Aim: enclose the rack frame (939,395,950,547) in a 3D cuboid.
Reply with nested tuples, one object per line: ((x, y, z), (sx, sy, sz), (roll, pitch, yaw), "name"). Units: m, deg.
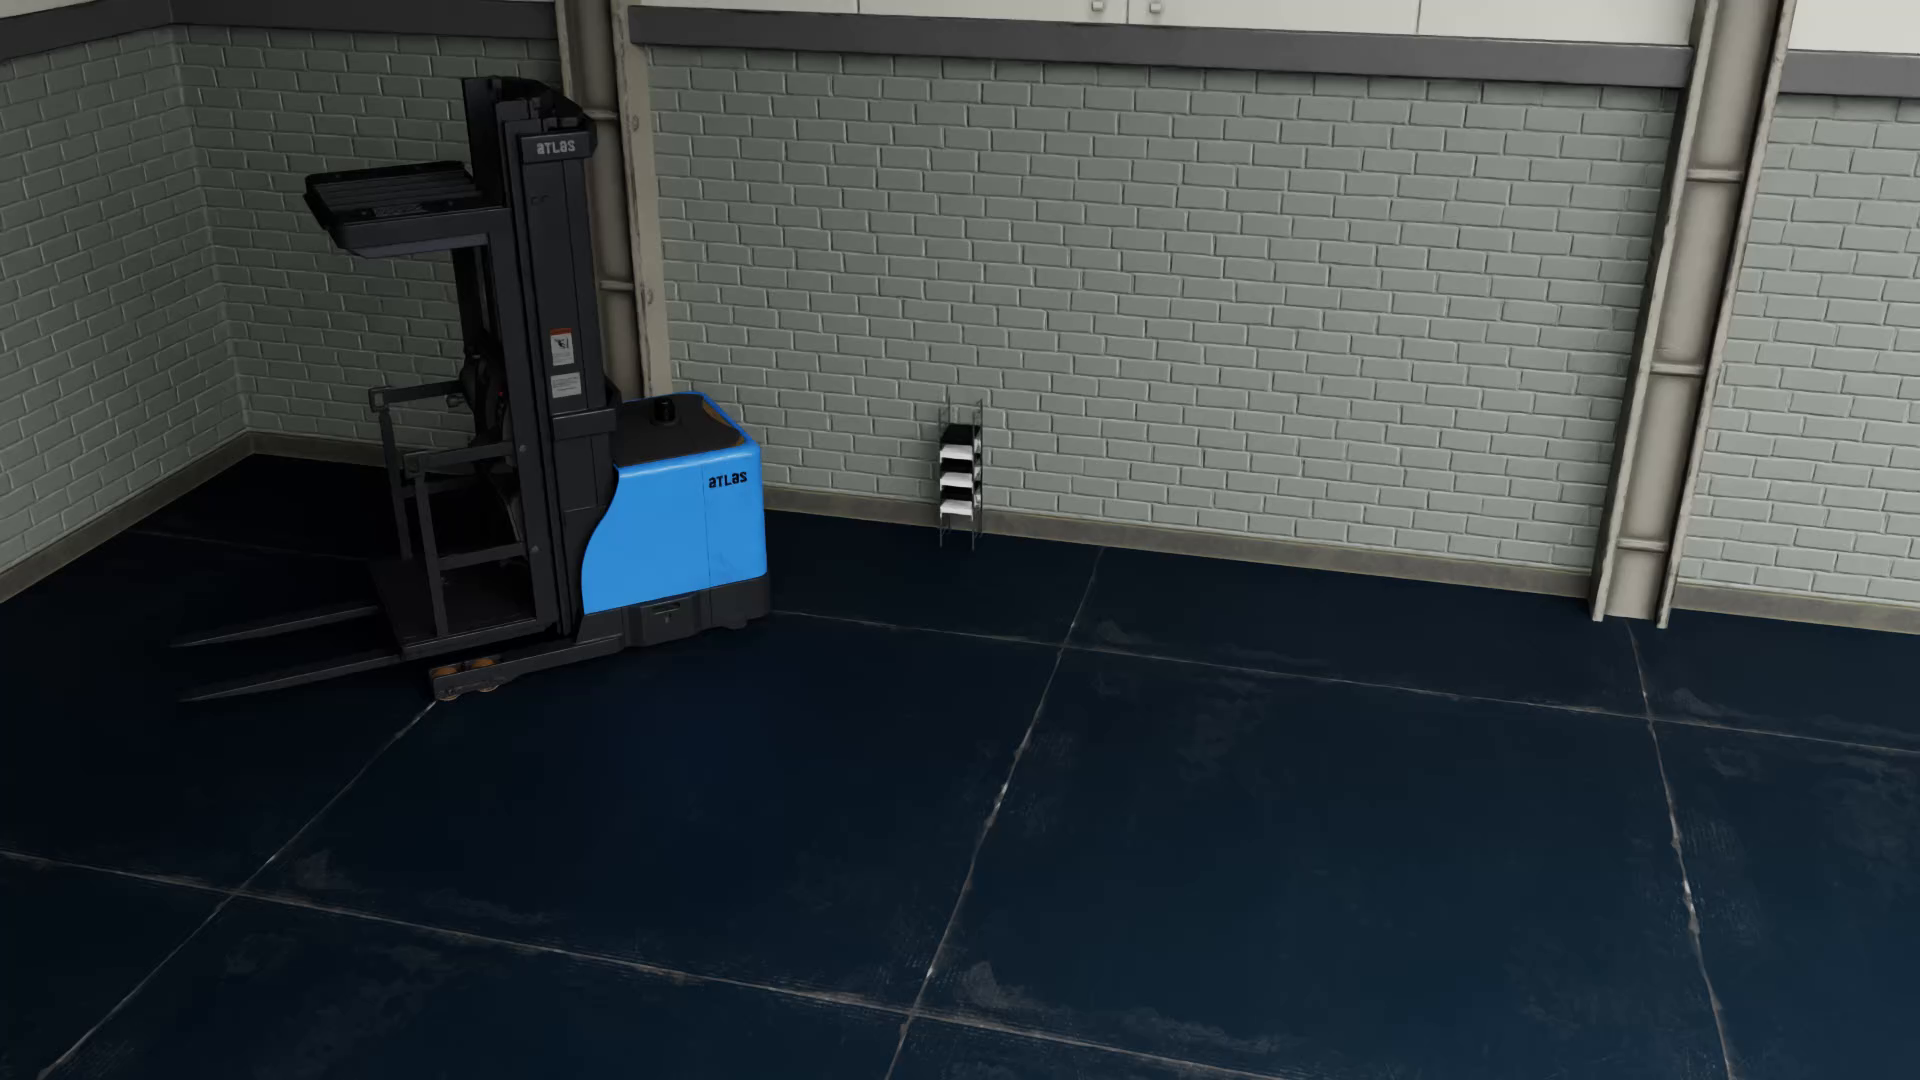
((-0.092, -0.412, 10.068), (0.006, 0.900, 0.240), (6, 26, 12), "rack frame")

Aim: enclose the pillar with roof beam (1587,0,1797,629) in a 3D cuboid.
((2.693, -1.864, 3.697), (0.400, 9.000, 9.100), (6, 26, 13), "pillar with roof beam")

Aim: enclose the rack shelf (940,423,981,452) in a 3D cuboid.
((0.007, -0.615, 9.944), (0.200, 0.077, 0.258), (6, 26, 12), "rack shelf")

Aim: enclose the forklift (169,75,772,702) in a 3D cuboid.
((-2.601, -0.760, 8.436), (3.031, 2.935, 1.130), (-12, 28, -24), "forklift")

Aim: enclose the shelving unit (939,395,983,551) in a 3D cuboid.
((0.007, -0.402, 10.046), (0.210, 0.900, 0.258), (6, 26, 12), "shelving unit")

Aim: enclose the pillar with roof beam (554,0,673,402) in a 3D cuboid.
((-3.118, -2.506, 5.046), (0.400, 9.000, 9.100), (6, 26, 13), "pillar with roof beam")

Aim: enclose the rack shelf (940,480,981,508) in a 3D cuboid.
((0.007, -0.290, 10.099), (0.200, 0.077, 0.258), (6, 26, 12), "rack shelf")

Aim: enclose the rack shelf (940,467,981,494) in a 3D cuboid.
((0.007, -0.372, 10.060), (0.200, 0.077, 0.258), (6, 26, 12), "rack shelf")

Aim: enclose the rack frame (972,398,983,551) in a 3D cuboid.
((0.106, -0.391, 10.024), (0.006, 0.900, 0.240), (6, 26, 12), "rack frame")

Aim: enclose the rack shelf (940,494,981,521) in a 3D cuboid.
((0.007, -0.209, 10.138), (0.200, 0.077, 0.258), (6, 26, 12), "rack shelf")

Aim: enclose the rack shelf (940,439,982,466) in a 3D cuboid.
((0.007, -0.534, 9.983), (0.200, 0.077, 0.258), (6, 26, 12), "rack shelf")

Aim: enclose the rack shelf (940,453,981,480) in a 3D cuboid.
((0.007, -0.453, 10.021), (0.200, 0.077, 0.258), (6, 26, 12), "rack shelf")
